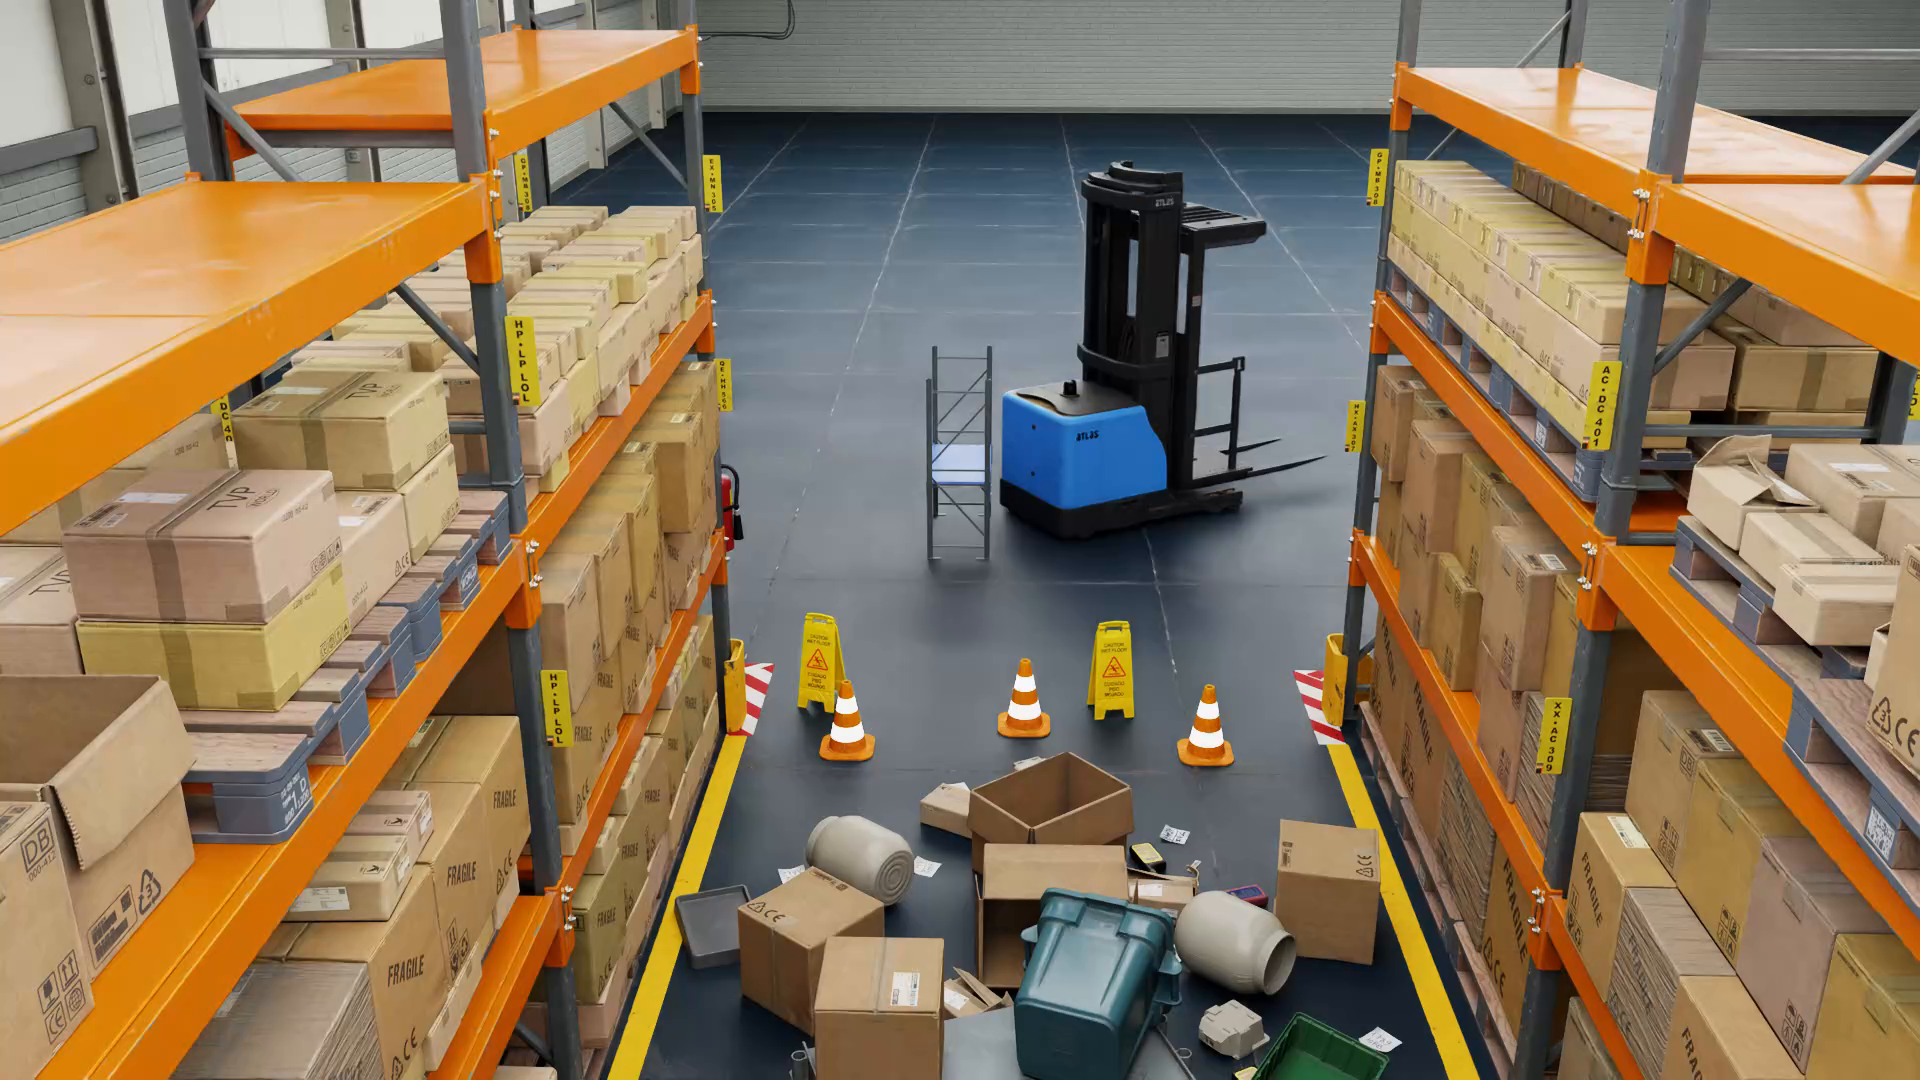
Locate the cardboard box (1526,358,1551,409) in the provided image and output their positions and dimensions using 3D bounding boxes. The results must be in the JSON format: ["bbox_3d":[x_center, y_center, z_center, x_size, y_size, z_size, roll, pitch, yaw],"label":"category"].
[{"bbox_3d":[2.551,-0.640,6.808,0.380,0.149,0.250,1,21,2],"label":"cardboard box"}]

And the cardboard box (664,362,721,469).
[{"bbox_3d":[-1.781,-0.725,9.614,0.700,0.500,0.500,0,21,0],"label":"cardboard box"}]

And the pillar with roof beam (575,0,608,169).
[{"bbox_3d":[-2.834,-11.500,31.020,9.100,9.000,0.400,1,21,2],"label":"pillar with roof beam"}]

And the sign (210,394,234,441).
[{"bbox_3d":[-2.648,-0.457,5.993,0.100,0.325,0.005,1,21,2],"label":"sign"}]

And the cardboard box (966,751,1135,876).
[{"bbox_3d":[0.494,1.566,9.092,0.797,0.503,0.637,-16,26,-35],"label":"cardboard box"}]

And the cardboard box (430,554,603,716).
[{"bbox_3d":[-1.875,0.377,6.772,0.700,0.500,0.500,0,21,1],"label":"cardboard box"}]

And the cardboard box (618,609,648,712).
[{"bbox_3d":[-1.793,0.481,7.887,0.500,0.500,0.500,0,21,1],"label":"cardboard box"}]

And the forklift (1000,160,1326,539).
[{"bbox_3d":[1.875,-1.751,14.283,3.031,2.935,1.130,-12,24,-29],"label":"forklift"}]

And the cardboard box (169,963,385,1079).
[{"bbox_3d":[-1.941,1.529,4.605,0.500,0.500,0.500,0,21,0],"label":"cardboard box"}]

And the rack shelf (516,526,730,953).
[{"bbox_3d":[-2.044,0.797,8.615,1.077,0.370,4.000,1,21,2],"label":"rack shelf"}]

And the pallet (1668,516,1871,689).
[{"bbox_3d":[2.867,0.226,5.211,0.805,0.209,1.217,0,21,-1],"label":"pallet"}]

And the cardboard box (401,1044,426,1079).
[{"bbox_3d":[-1.890,1.664,5.153,0.380,0.149,0.250,1,21,2],"label":"cardboard box"}]

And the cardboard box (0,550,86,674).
[{"bbox_3d":[-2.531,0.233,4.554,0.500,0.250,0.500,0,21,1],"label":"cardboard box"}]

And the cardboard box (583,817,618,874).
[{"bbox_3d":[-1.754,1.364,7.446,0.380,0.149,0.250,1,21,2],"label":"cardboard box"}]

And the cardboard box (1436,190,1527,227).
[{"bbox_3d":[2.607,-1.654,8.318,0.380,0.149,0.250,0,21,1],"label":"cardboard box"}]

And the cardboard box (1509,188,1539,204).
[{"bbox_3d":[3.232,-1.773,9.175,0.500,0.250,0.500,1,21,2],"label":"cardboard box"}]

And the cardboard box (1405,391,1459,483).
[{"bbox_3d":[2.993,-0.483,9.220,0.875,0.550,0.550,1,21,2],"label":"cardboard box"}]

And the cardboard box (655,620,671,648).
[{"bbox_3d":[-1.750,0.457,8.846,0.380,0.149,0.250,0,21,1],"label":"cardboard box"}]

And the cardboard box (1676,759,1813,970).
[{"bbox_3d":[2.823,1.056,5.434,0.700,0.500,0.500,0,21,1],"label":"cardboard box"}]

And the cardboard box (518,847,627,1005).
[{"bbox_3d":[-1.817,1.711,7.449,0.500,0.500,0.500,2,21,4],"label":"cardboard box"}]

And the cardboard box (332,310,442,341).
[{"bbox_3d":[-2.408,-0.868,7.011,0.380,0.149,0.250,1,21,3],"label":"cardboard box"}]

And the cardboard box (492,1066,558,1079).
[{"bbox_3d":[-2.119,2.404,6.532,0.950,0.372,0.625,1,21,2],"label":"cardboard box"}]

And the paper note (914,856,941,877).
[{"bbox_3d":[-0.198,1.798,9.163,0.148,0.019,0.142,8,23,20],"label":"paper note"}]

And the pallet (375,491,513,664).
[{"bbox_3d":[-2.230,0.096,5.540,1.213,0.211,1.003,1,21,2],"label":"pallet"}]

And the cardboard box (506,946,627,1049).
[{"bbox_3d":[-1.817,2.061,7.585,0.500,0.250,0.500,0,21,-1],"label":"cardboard box"}]

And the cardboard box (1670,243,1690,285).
[{"bbox_3d":[3.225,-1.189,7.119,0.380,0.149,0.250,1,21,2],"label":"cardboard box"}]

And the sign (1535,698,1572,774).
[{"bbox_3d":[2.291,0.757,6.418,0.100,0.325,0.005,1,21,2],"label":"sign"}]

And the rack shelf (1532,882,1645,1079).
[{"bbox_3d":[2.785,2.262,4.841,1.077,0.370,4.000,1,21,2],"label":"rack shelf"}]

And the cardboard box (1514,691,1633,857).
[{"bbox_3d":[2.845,1.000,6.892,0.875,0.550,0.550,1,21,2],"label":"cardboard box"}]

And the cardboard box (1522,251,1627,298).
[{"bbox_3d":[2.562,-1.101,6.892,0.380,0.149,0.250,1,21,3],"label":"cardboard box"}]

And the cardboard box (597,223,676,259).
[{"bbox_3d":[-1.734,-1.603,8.906,0.380,0.149,0.250,0,21,1],"label":"cardboard box"}]

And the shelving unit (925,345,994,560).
[{"bbox_3d":[0.003,-0.730,13.631,0.538,1.500,1.048,1,21,2],"label":"shelving unit"}]

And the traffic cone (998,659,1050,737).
[{"bbox_3d":[0.413,0.981,10.655,0.336,0.463,0.334,1,21,2],"label":"traffic cone"}]

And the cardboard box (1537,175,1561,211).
[{"bbox_3d":[3.279,-1.830,8.772,0.380,0.149,0.250,1,21,3],"label":"cardboard box"}]

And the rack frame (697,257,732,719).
[{"bbox_3d":[-1.984,-0.261,10.348,1.000,3.000,0.127,1,21,2],"label":"rack frame"}]

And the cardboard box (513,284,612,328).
[{"bbox_3d":[-1.785,-1.050,7.479,0.380,0.149,0.250,0,21,1],"label":"cardboard box"}]

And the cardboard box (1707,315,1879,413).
[{"bbox_3d":[3.140,-0.680,6.359,0.500,0.250,0.500,1,21,2],"label":"cardboard box"}]

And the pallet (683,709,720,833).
[{"bbox_3d":[-2.046,1.360,10.026,1.003,0.211,1.213,1,21,2],"label":"pallet"}]

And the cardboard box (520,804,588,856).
[{"bbox_3d":[-1.775,1.192,6.951,0.380,0.149,0.250,1,21,1],"label":"cardboard box"}]

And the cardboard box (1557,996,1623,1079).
[{"bbox_3d":[2.917,2.282,6.325,1.050,0.750,0.750,1,21,1],"label":"cardboard box"}]

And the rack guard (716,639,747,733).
[{"bbox_3d":[-1.986,0.932,10.730,1.175,0.500,0.348,1,21,2],"label":"rack guard"}]

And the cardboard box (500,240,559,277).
[{"bbox_3d":[-2.253,-1.426,8.450,0.380,0.149,0.250,1,21,1],"label":"cardboard box"}]

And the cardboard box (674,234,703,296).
[{"bbox_3d":[-1.730,-1.540,9.295,0.500,0.250,0.500,0,21,1],"label":"cardboard box"}]

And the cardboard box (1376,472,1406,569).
[{"bbox_3d":[3.001,-0.178,9.928,0.875,0.550,0.550,1,21,2],"label":"cardboard box"}]

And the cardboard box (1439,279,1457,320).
[{"bbox_3d":[2.598,-1.190,8.225,0.380,0.149,0.250,0,21,1],"label":"cardboard box"}]

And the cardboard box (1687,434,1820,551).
[{"bbox_3d":[2.578,-0.160,5.407,0.258,0.266,0.396,0,21,1],"label":"cardboard box"}]

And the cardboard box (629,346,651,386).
[{"bbox_3d":[-1.717,-0.854,8.078,0.380,0.149,0.250,0,21,1],"label":"cardboard box"}]

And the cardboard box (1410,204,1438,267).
[{"bbox_3d":[2.682,-1.597,8.723,0.500,0.250,0.500,0,21,1],"label":"cardboard box"}]

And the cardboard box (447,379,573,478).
[{"bbox_3d":[-1.818,-0.438,6.454,0.500,0.250,0.500,0,21,0],"label":"cardboard box"}]

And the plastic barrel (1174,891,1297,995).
[{"bbox_3d":[1.347,1.977,8.142,0.512,0.421,0.421,18,27,38],"label":"plastic barrel"}]

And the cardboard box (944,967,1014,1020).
[{"bbox_3d":[0.065,2.189,7.814,0.258,0.266,0.396,-16,26,-35],"label":"cardboard box"}]
